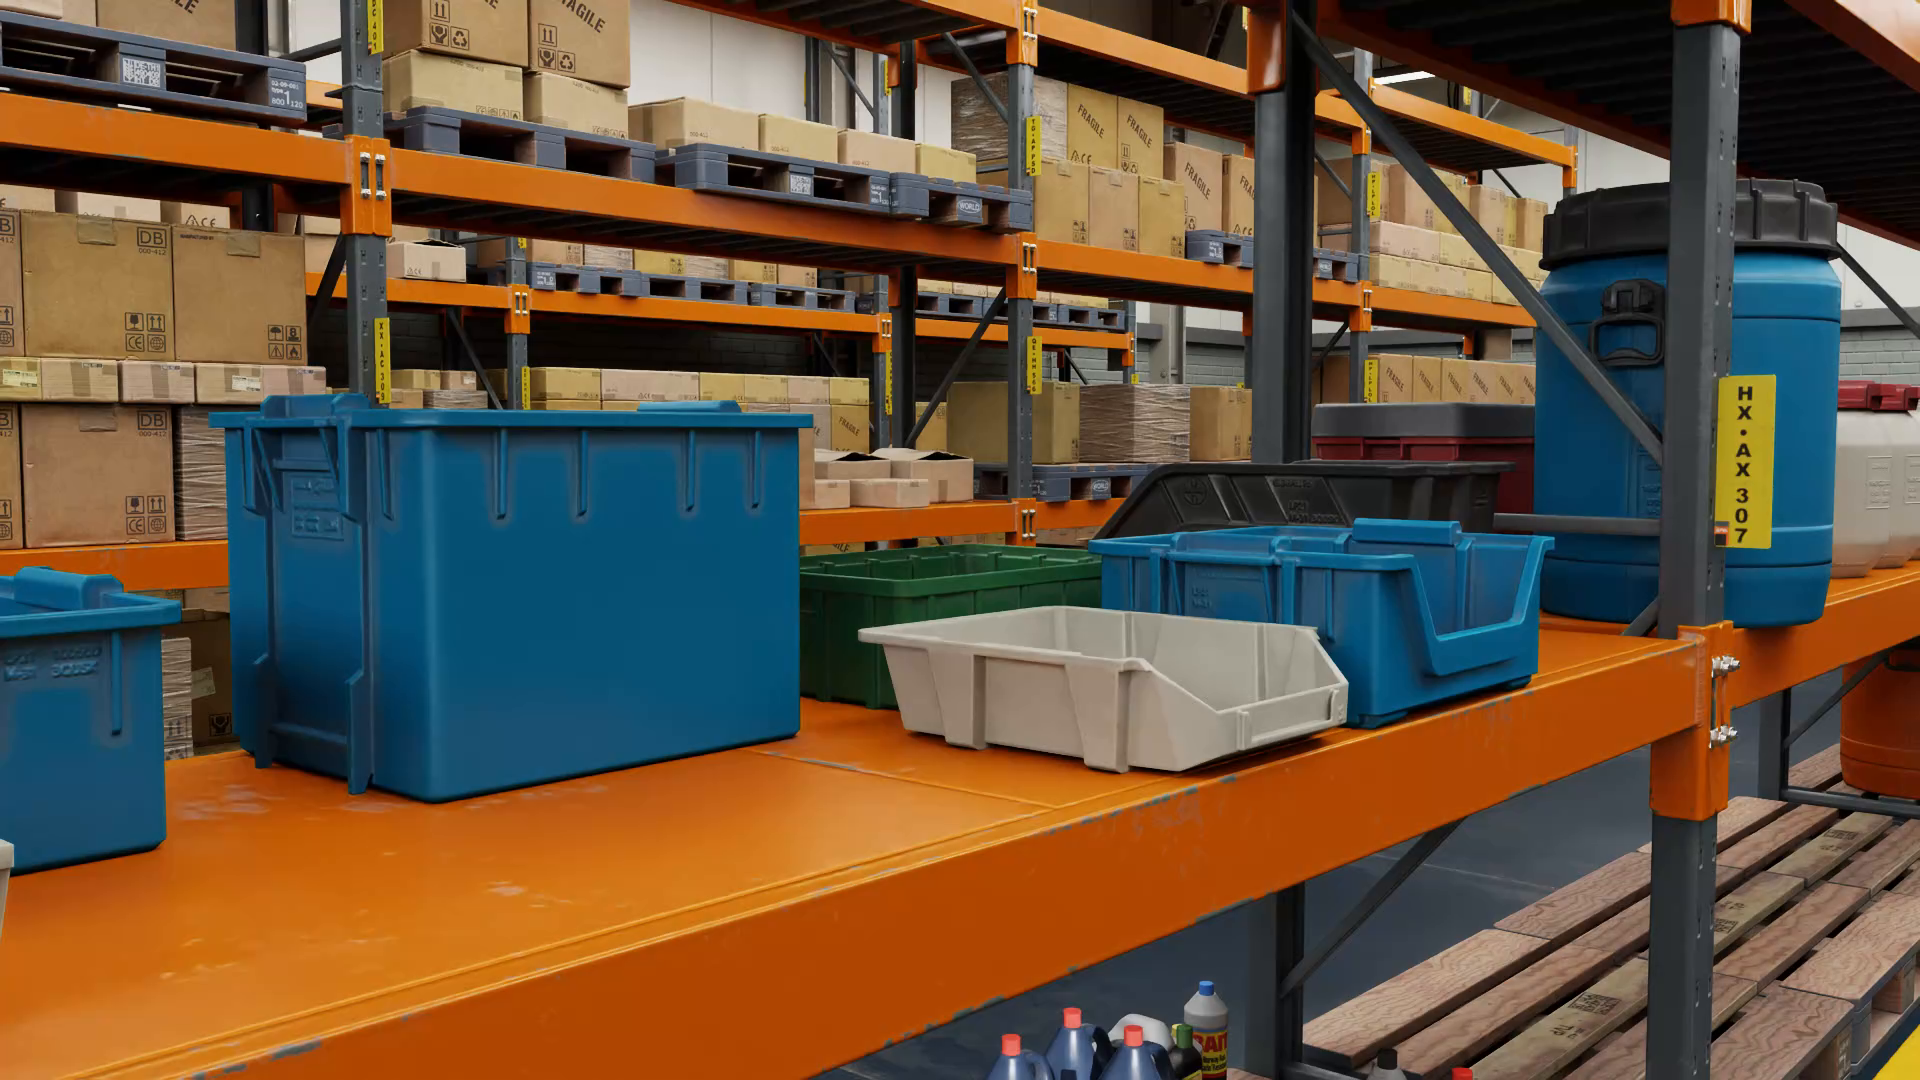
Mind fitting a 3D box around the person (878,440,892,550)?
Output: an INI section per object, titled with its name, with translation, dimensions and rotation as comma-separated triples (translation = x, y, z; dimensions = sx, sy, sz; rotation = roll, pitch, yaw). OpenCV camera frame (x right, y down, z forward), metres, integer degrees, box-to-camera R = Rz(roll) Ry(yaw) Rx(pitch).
[person]
translation = -0.527, -0.058, 14.426
dimensions = 0.437, 1.672, 0.361
rotation = 3, 5, 42
